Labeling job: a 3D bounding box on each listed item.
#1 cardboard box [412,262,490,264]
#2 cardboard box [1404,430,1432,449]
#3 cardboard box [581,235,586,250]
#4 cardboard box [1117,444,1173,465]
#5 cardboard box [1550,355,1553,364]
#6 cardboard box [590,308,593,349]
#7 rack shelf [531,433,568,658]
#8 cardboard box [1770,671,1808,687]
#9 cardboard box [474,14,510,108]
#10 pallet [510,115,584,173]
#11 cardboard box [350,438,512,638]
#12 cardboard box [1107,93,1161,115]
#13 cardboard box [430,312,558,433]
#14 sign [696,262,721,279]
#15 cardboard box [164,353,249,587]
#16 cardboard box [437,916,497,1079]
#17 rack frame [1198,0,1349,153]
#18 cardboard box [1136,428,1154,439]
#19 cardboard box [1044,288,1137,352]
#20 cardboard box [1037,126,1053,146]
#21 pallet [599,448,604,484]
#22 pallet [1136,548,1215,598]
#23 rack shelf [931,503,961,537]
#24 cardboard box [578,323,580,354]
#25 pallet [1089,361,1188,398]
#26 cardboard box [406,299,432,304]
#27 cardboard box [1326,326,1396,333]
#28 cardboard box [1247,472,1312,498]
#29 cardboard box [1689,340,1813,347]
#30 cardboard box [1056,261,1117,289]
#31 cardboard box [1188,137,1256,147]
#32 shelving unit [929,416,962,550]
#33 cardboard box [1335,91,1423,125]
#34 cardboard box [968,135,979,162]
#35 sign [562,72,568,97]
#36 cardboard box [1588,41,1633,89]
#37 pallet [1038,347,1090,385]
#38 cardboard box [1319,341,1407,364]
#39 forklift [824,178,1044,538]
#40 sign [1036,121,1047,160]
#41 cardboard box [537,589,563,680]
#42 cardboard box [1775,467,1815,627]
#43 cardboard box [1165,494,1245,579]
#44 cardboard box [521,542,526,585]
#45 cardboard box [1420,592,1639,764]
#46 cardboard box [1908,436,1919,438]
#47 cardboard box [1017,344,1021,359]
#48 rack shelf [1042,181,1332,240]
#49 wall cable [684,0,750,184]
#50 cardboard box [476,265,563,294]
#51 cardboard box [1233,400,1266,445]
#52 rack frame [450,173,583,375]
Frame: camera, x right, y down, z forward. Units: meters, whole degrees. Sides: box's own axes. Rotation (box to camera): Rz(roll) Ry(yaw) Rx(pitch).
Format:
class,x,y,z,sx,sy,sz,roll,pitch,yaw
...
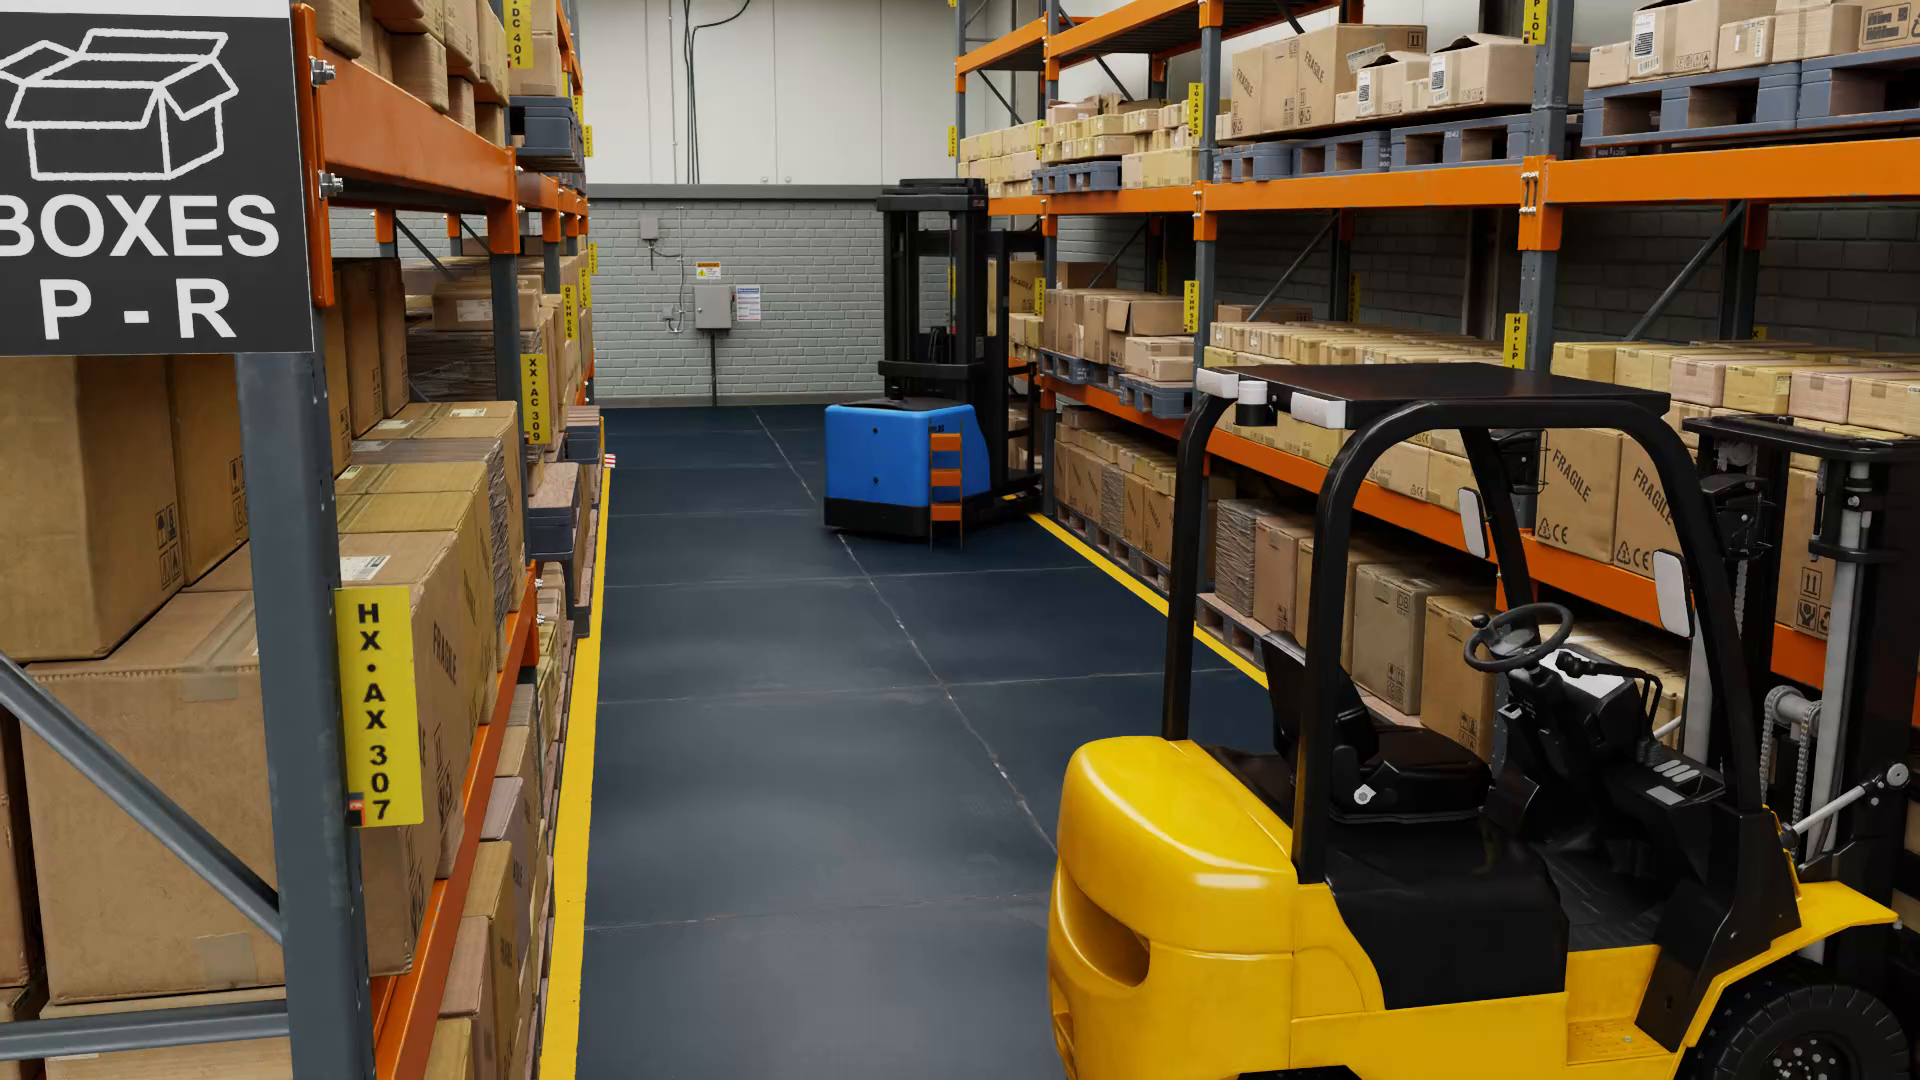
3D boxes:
class,x,y,z,sx,sy,sz,roll,pitch,yaw
cardboard box,-3.412,-1.611,11.198,0.500,0.500,0.500,-2,11,-11
cardboard box,2.335,-0.595,7.863,0.500,0.250,0.500,-2,11,-12
cardboard box,-3.941,-2.978,16.645,0.380,0.149,0.250,-2,11,-12
cardboard box,1.438,-0.651,12.923,0.380,0.149,0.250,-2,11,-11
cardboard box,2.882,-0.785,7.796,0.380,0.149,0.250,-2,11,-11
cardboard box,-4.060,-2.238,17.165,0.500,0.500,0.500,-2,11,-11
rack shelf,-2.468,-0.080,8.020,1.077,0.370,4.000,-2,11,-11
cardboard box,3.188,0.581,6.179,0.500,0.250,0.500,-2,11,-12
cardboard box,-1.729,-1.541,5.355,0.500,0.250,0.500,-2,11,-12
pallet,-2.300,-1.755,7.376,1.213,0.211,1.003,-2,11,-11
cardboard box,-1.537,0.000,4.614,0.500,0.500,0.500,-2,11,-9
cardboard box,1.444,-3.570,13.784,0.396,0.266,0.258,-2,11,-11
cardboard box,-2.070,-0.748,7.417,0.500,0.500,0.500,-2,11,-11
sign,-3.539,-3.792,23.390,0.339,0.242,0.001,-2,11,-11
cardboard box,-1.706,-0.198,2.980,0.700,0.500,0.500,-2,11,-10
cardboard box,-1.298,1.185,3.675,0.500,0.500,0.500,-3,11,-13
rack frame,2.011,-3.929,10.271,1.000,3.000,0.127,-2,11,-11
cardboard box,1.699,-0.863,14.035,0.380,0.149,0.250,-2,11,-10
cardboard box,1.108,-1.874,14.129,0.700,0.500,0.500,-2,11,-10
cardboard box,0.861,-3.396,13.981,0.380,0.149,0.250,-2,11,-9
pallet,-4.181,-0.754,17.094,1.003,0.211,1.213,-2,11,-11
pallet,1.903,0.250,11.819,1.003,0.211,1.213,-2,11,-11
rack shelf,-0.114,-0.173,13.340,0.240,0.259,0.215,-1,11,-3
cardboard box,-3.207,-1.543,12.843,0.500,0.250,0.500,-2,11,-10
pallet,1.628,-1.244,12.723,1.003,0.211,1.213,-2,11,-11
cardboard box,-2.889,-1.016,8.825,0.500,0.500,0.500,-2,11,-8
cardboard box,2.424,-1.203,9.995,0.380,0.149,0.250,-2,11,-11
cardboard box,2.215,-0.386,11.528,0.380,0.149,0.250,-2,11,-8
cardboard box,3.147,-0.714,6.630,0.380,0.149,0.250,-2,11,-11
cardboard box,1.204,-2.439,16.088,0.500,0.500,0.500,-2,11,-13
cardboard box,1.706,-2.634,10.824,0.380,0.149,0.250,-2,11,-10
shelving unit,-0.114,-0.456,13.286,0.252,1.050,0.215,-1,11,-3
cardboard box,2.127,-2.186,8.416,0.380,0.149,0.250,-2,11,-12
cardboard box,0.375,-4.056,17.230,0.500,0.250,0.500,-2,11,-11
sign,-2.325,-2.547,9.653,0.100,0.325,0.005,-2,11,-11
cardboard box,2.578,-1.760,6.181,0.380,0.149,0.250,-2,11,-10
pallet,1.281,-1.470,13.913,1.003,0.211,1.213,-2,11,-11
cardboard box,2.099,-0.949,8.660,0.380,0.149,0.250,-2,11,-13
forklift,0.071,-1.683,14.702,1.130,2.935,3.031,7,13,32
sign,0.702,-3.422,14.246,0.100,0.325,0.005,-2,11,-11
cardboard box,-2.606,0.523,8.830,0.950,0.372,0.625,-2,11,-12
cardboard box,2.836,-0.019,5.504,0.500,0.500,0.500,-2,11,-12
cardboard box,1.718,-0.030,11.393,0.500,0.500,0.500,-2,11,-9
cardboard box,-1.718,0.104,5.797,0.380,0.149,0.250,-2,11,-12
cardboard box,2.676,0.617,7.661,0.875,0.625,0.625,-2,11,-8
cardboard box,2.991,-0.219,4.823,0.380,0.149,0.250,-2,11,-11
cardboard box,0.752,-1.784,15.719,0.380,0.149,0.250,-2,11,-10
rack shelf,1.622,-2.469,12.546,1.077,0.370,4.000,-2,11,-11
wall cable,-2.318,-6.388,23.089,2.988,3.039,0.133,-2,11,-11
cardboard box,-2.713,-1.440,10.299,0.500,0.500,0.500,-2,11,-13
cardboard box,1.950,-0.725,9.886,0.500,0.250,0.500,-2,11,-12
rack frame,-3.635,-1.534,13.734,1.000,3.000,0.127,-2,11,-11
